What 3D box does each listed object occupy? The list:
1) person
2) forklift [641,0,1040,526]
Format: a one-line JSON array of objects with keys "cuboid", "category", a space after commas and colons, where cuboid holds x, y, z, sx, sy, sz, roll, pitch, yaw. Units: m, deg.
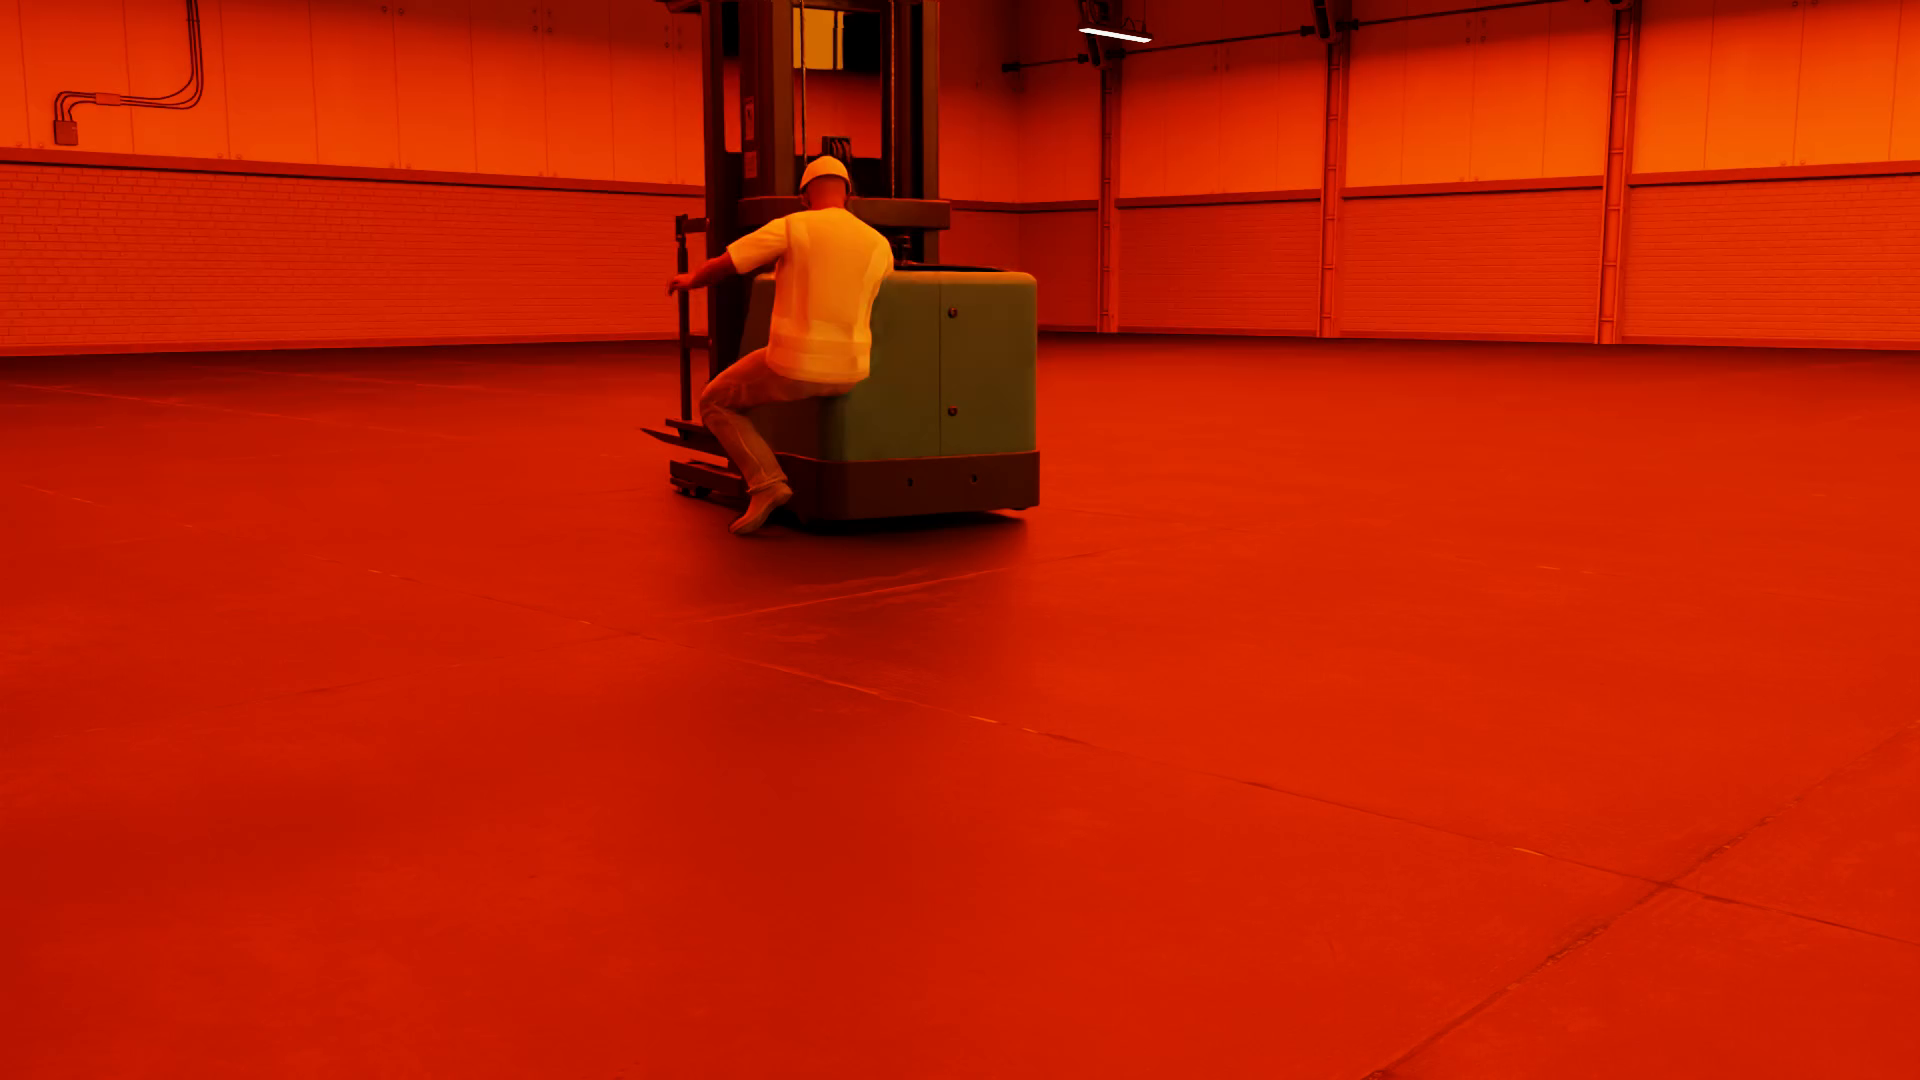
[{"cuboid": [-0.656, -0.798, 6.876, 1.016, 1.536, 0.775, -4, 9, -24], "category": "person"}, {"cuboid": [-0.793, -1.687, 8.077, 1.130, 2.935, 3.031, -5, 10, -28], "category": "forklift"}]
